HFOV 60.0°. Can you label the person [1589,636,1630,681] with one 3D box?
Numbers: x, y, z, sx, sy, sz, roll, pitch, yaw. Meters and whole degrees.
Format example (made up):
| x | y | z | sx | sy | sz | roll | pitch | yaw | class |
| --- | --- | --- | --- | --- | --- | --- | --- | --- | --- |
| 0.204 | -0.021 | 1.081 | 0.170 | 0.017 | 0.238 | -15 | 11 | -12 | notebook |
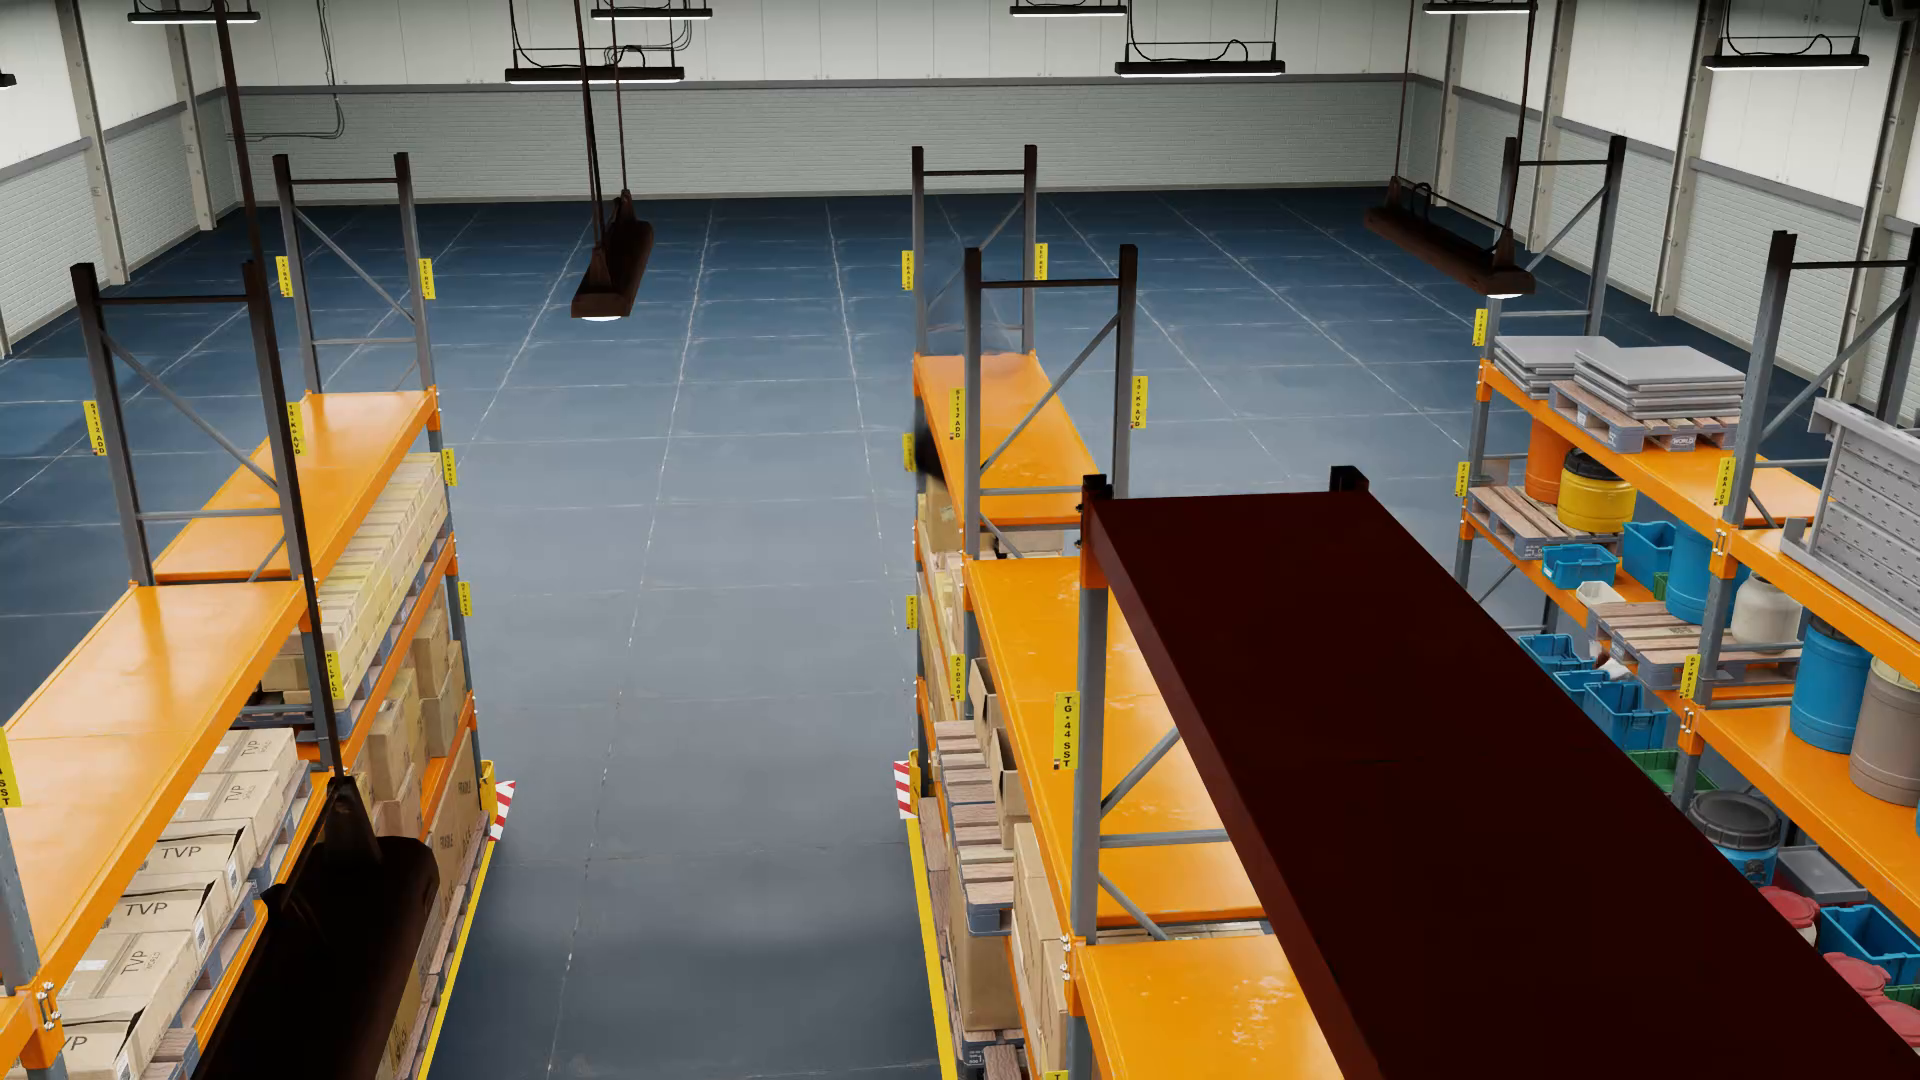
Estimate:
| x | y | z | sx | sy | sz | roll | pitch | yaw | class |
| --- | --- | --- | --- | --- | --- | --- | --- | --- | --- |
| 6.253 | 1.259 | 16.034 | 0.729 | 1.779 | 0.877 | -12 | 24 | -27 | person |
